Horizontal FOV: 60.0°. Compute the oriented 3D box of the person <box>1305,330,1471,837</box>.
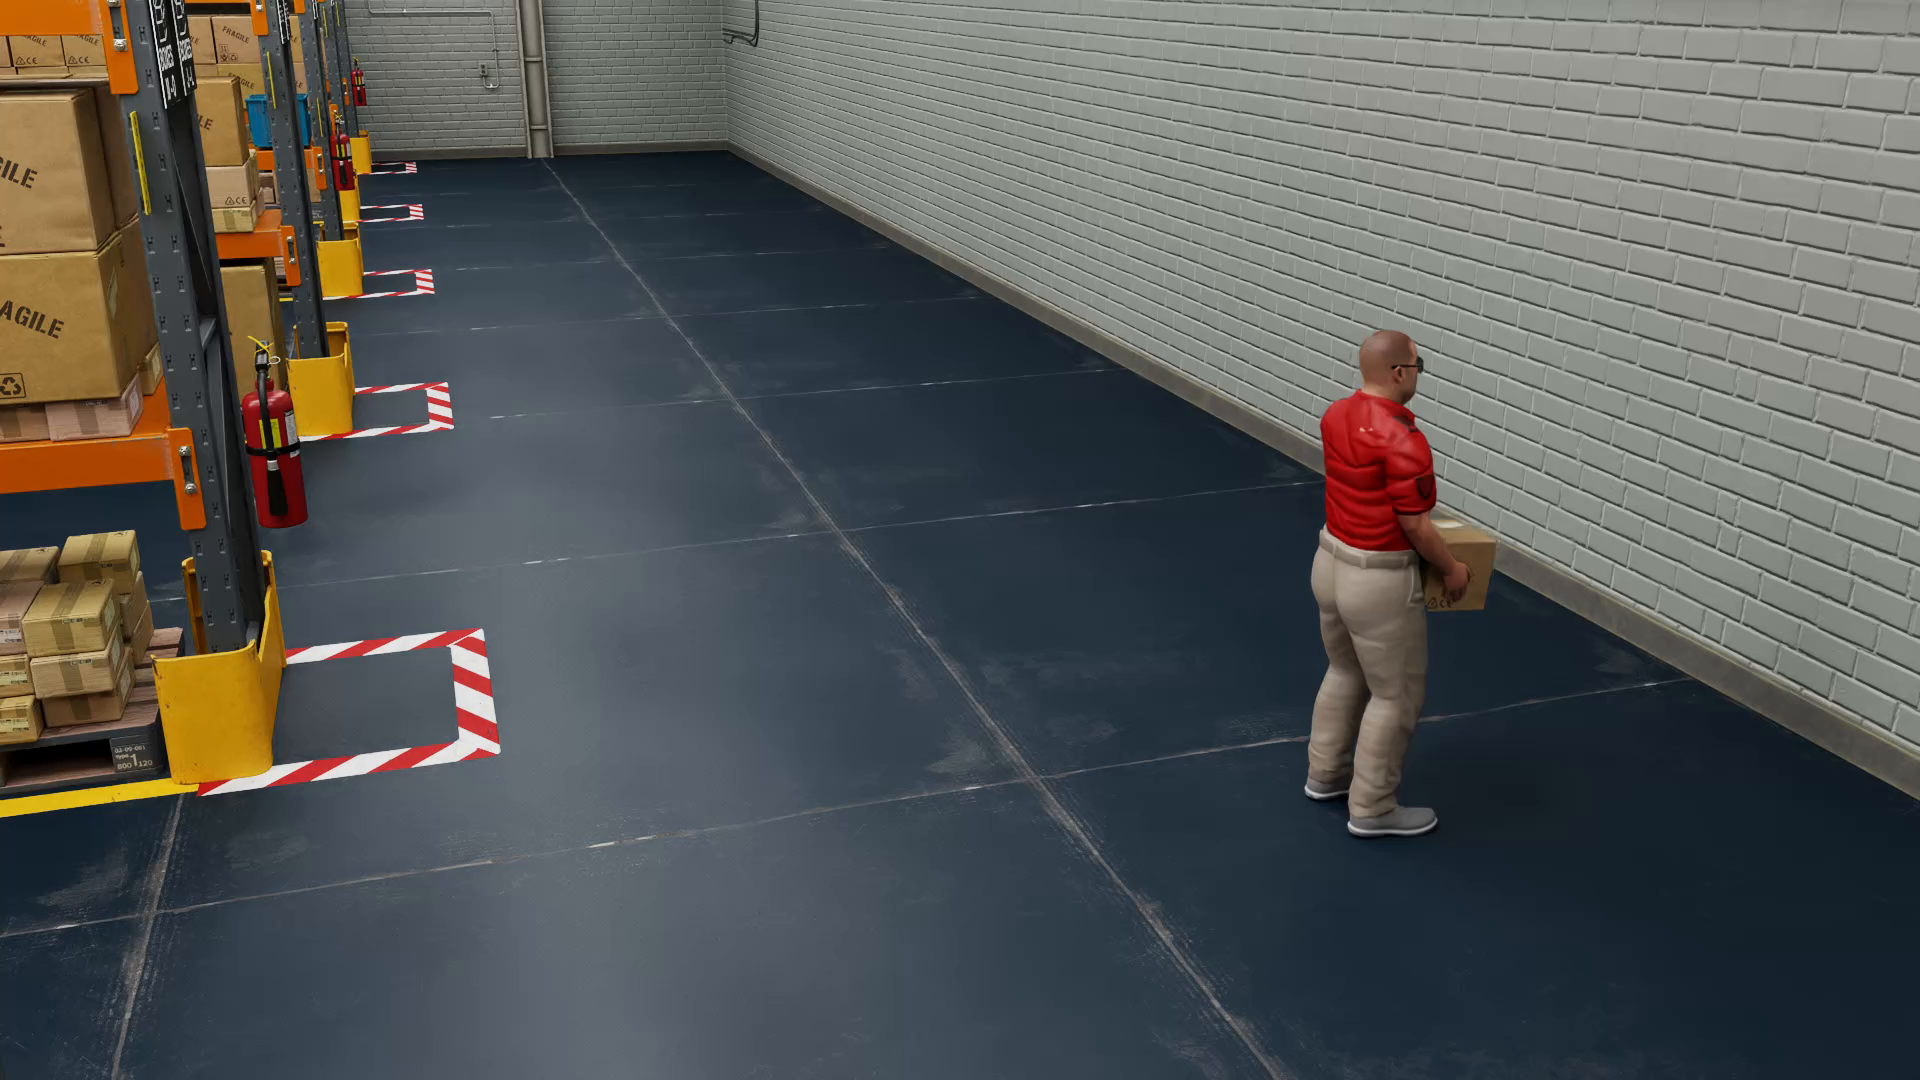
[{"bbox_3d":[1.465,0.135,5.689,0.483,1.733,0.530,-6,20,-18],"label":"person"}]
